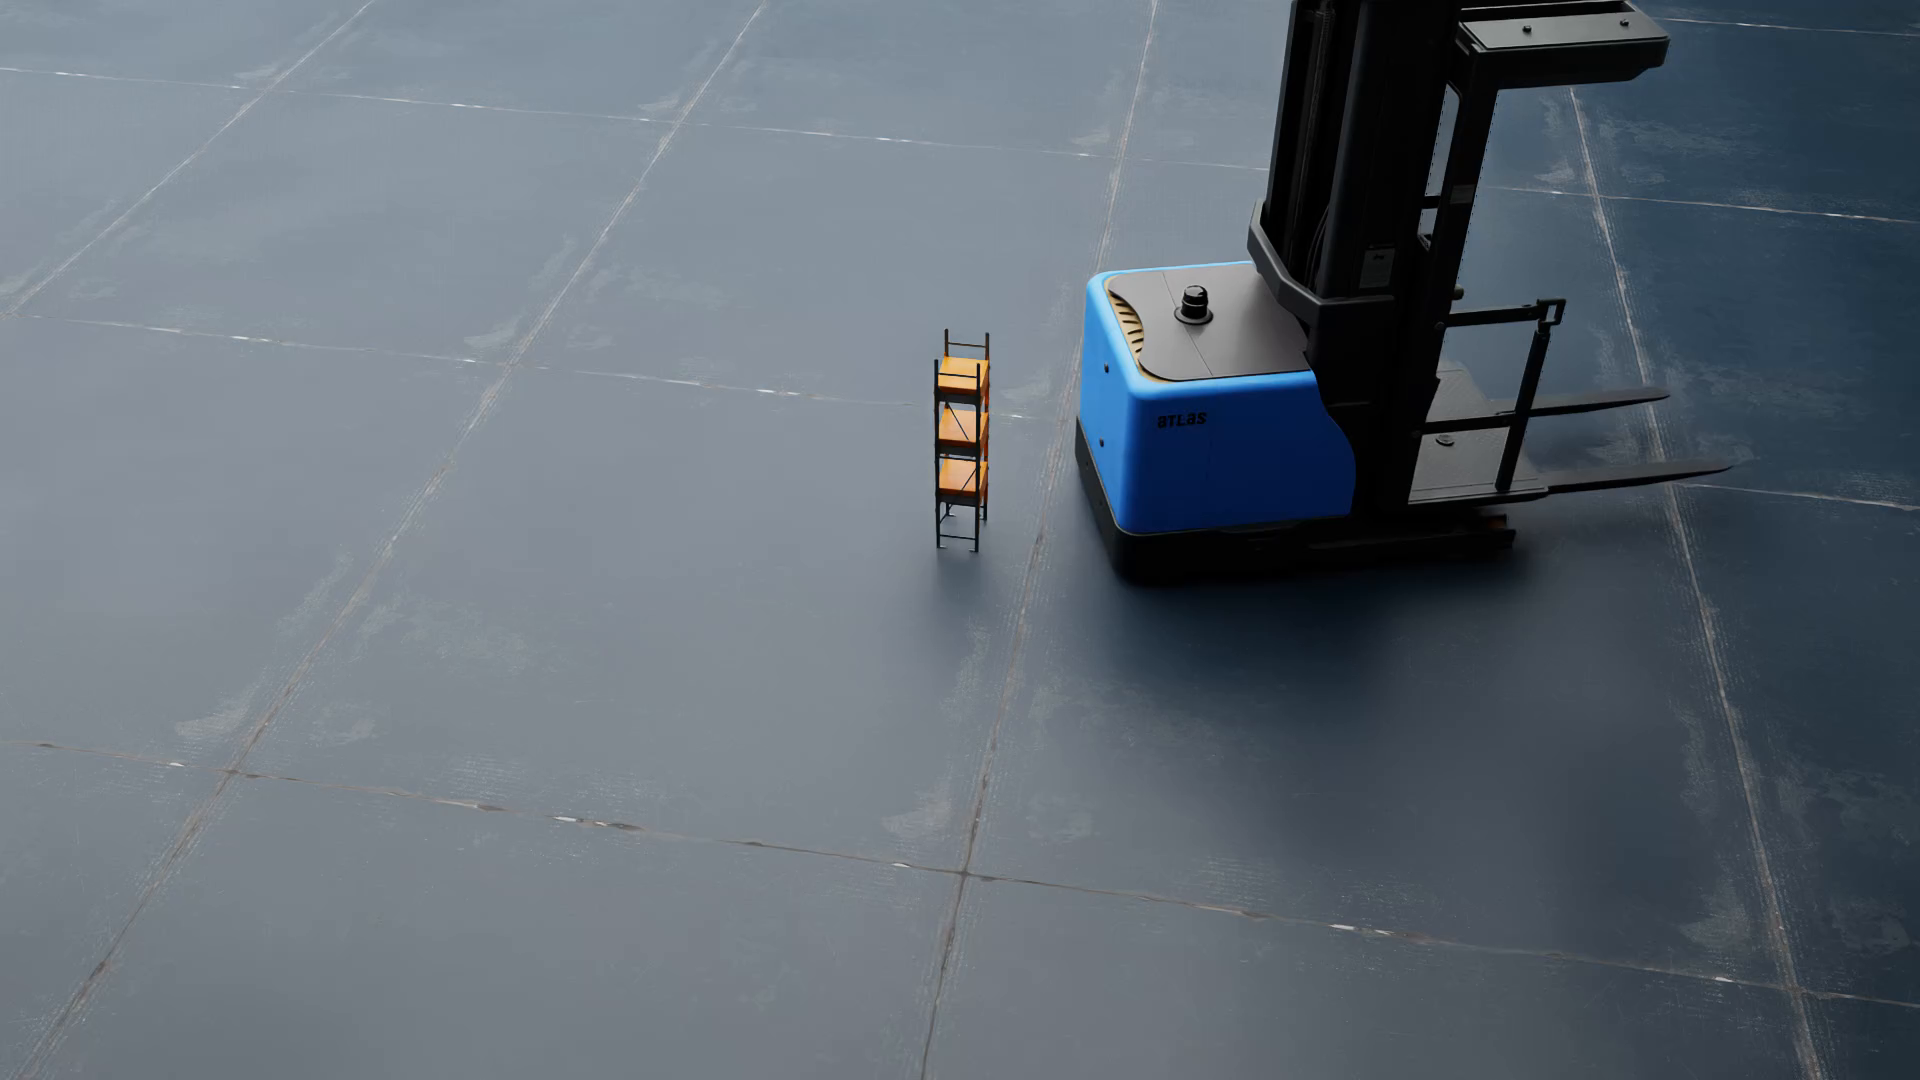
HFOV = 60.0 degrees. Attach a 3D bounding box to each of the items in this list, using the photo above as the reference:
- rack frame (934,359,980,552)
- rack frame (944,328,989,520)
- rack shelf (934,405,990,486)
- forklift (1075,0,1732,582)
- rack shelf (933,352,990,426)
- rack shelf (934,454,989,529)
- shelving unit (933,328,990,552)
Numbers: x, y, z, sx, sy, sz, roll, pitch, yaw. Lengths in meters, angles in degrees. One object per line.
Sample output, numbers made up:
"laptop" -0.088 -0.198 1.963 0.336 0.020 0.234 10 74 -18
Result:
"rack frame" -0.012 -0.362 7.460 0.200 1.050 0.008 6 40 8
"rack frame" 0.030 -0.515 7.646 0.200 1.050 0.008 6 40 8
"rack shelf" 0.009 -0.430 7.560 0.215 0.259 0.240 6 40 8
"forklift" 2.130 -1.372 7.206 3.031 2.935 1.130 -5 40 -7
"rack shelf" 0.009 -0.649 7.379 0.215 0.259 0.240 6 40 8
"rack shelf" 0.009 -0.216 7.737 0.215 0.259 0.240 6 40 8
"shelving unit" 0.009 -0.438 7.553 0.215 1.050 0.252 6 40 8
